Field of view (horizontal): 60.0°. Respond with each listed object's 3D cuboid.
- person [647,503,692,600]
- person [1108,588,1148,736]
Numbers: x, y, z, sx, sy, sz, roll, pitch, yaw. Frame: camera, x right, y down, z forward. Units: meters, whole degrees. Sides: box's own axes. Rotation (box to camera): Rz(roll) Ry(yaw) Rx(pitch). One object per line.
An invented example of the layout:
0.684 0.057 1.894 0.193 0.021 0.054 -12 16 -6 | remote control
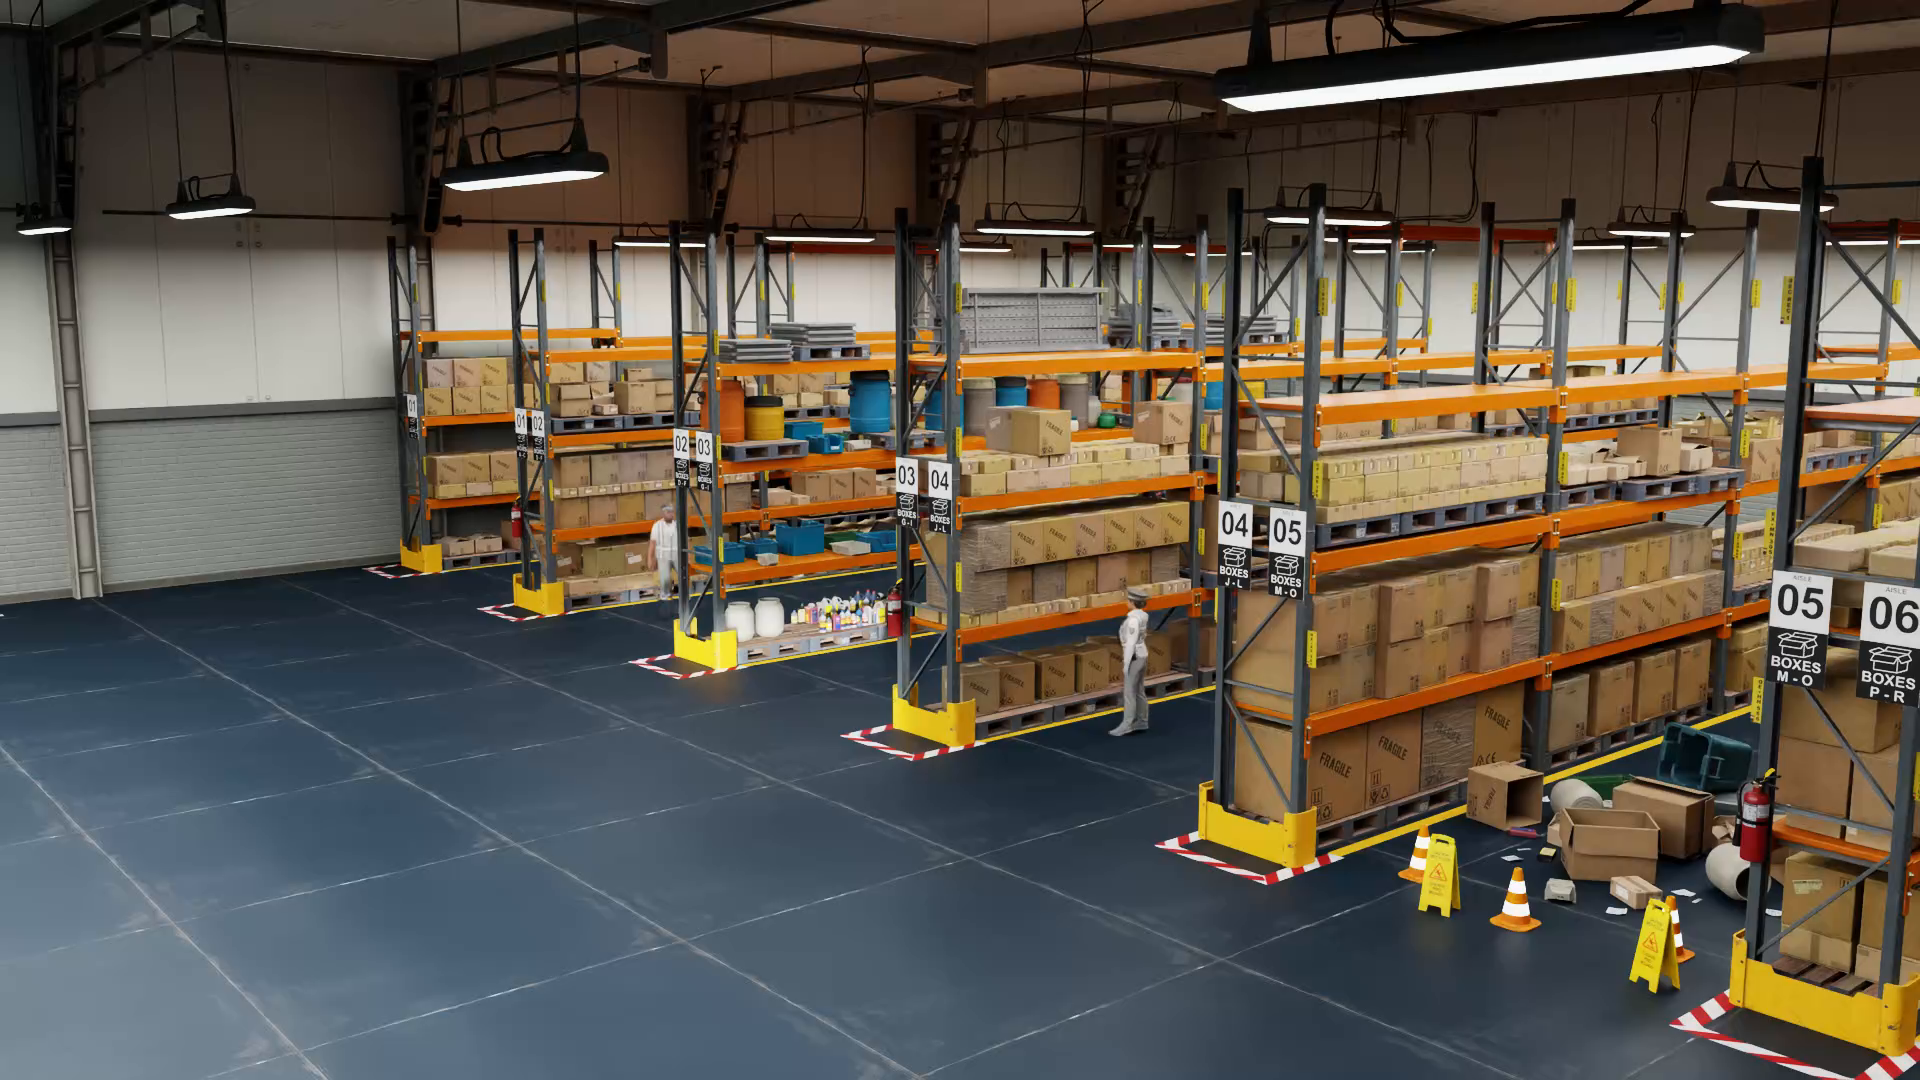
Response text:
-4.534 0.208 25.858 0.658 1.584 0.542 -3 9 -17 | person
1.957 1.409 19.213 0.465 1.705 0.497 1 9 6 | person
